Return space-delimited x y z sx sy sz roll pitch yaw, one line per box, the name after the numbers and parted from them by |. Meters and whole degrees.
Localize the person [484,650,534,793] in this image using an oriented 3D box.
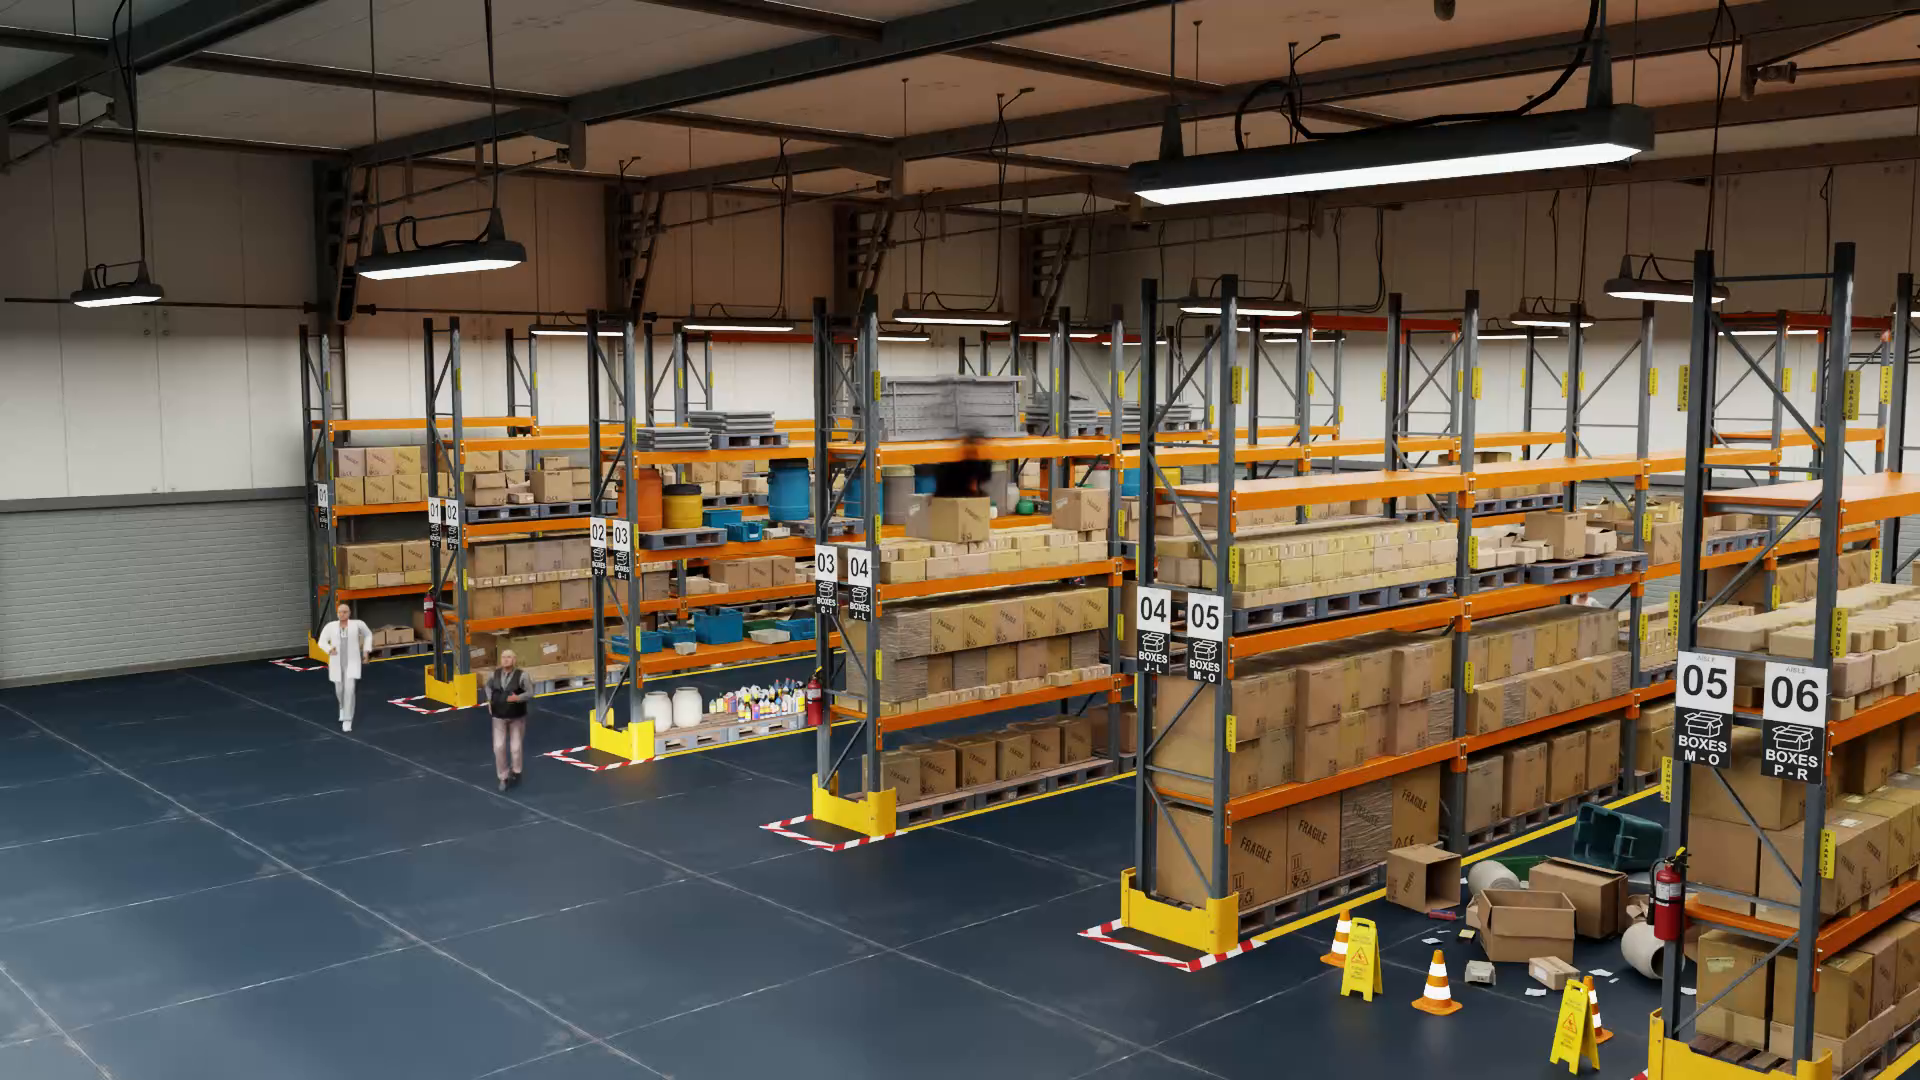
-5.600 2.240 20.652 0.636 1.762 0.700 -1 6 -7 | person

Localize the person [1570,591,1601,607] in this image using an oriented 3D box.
10.031 1.562 26.890 0.643 1.847 0.771 4 7 37 | person

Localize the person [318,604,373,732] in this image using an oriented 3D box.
-8.960 1.826 24.259 0.731 1.804 0.936 -1 6 -12 | person
